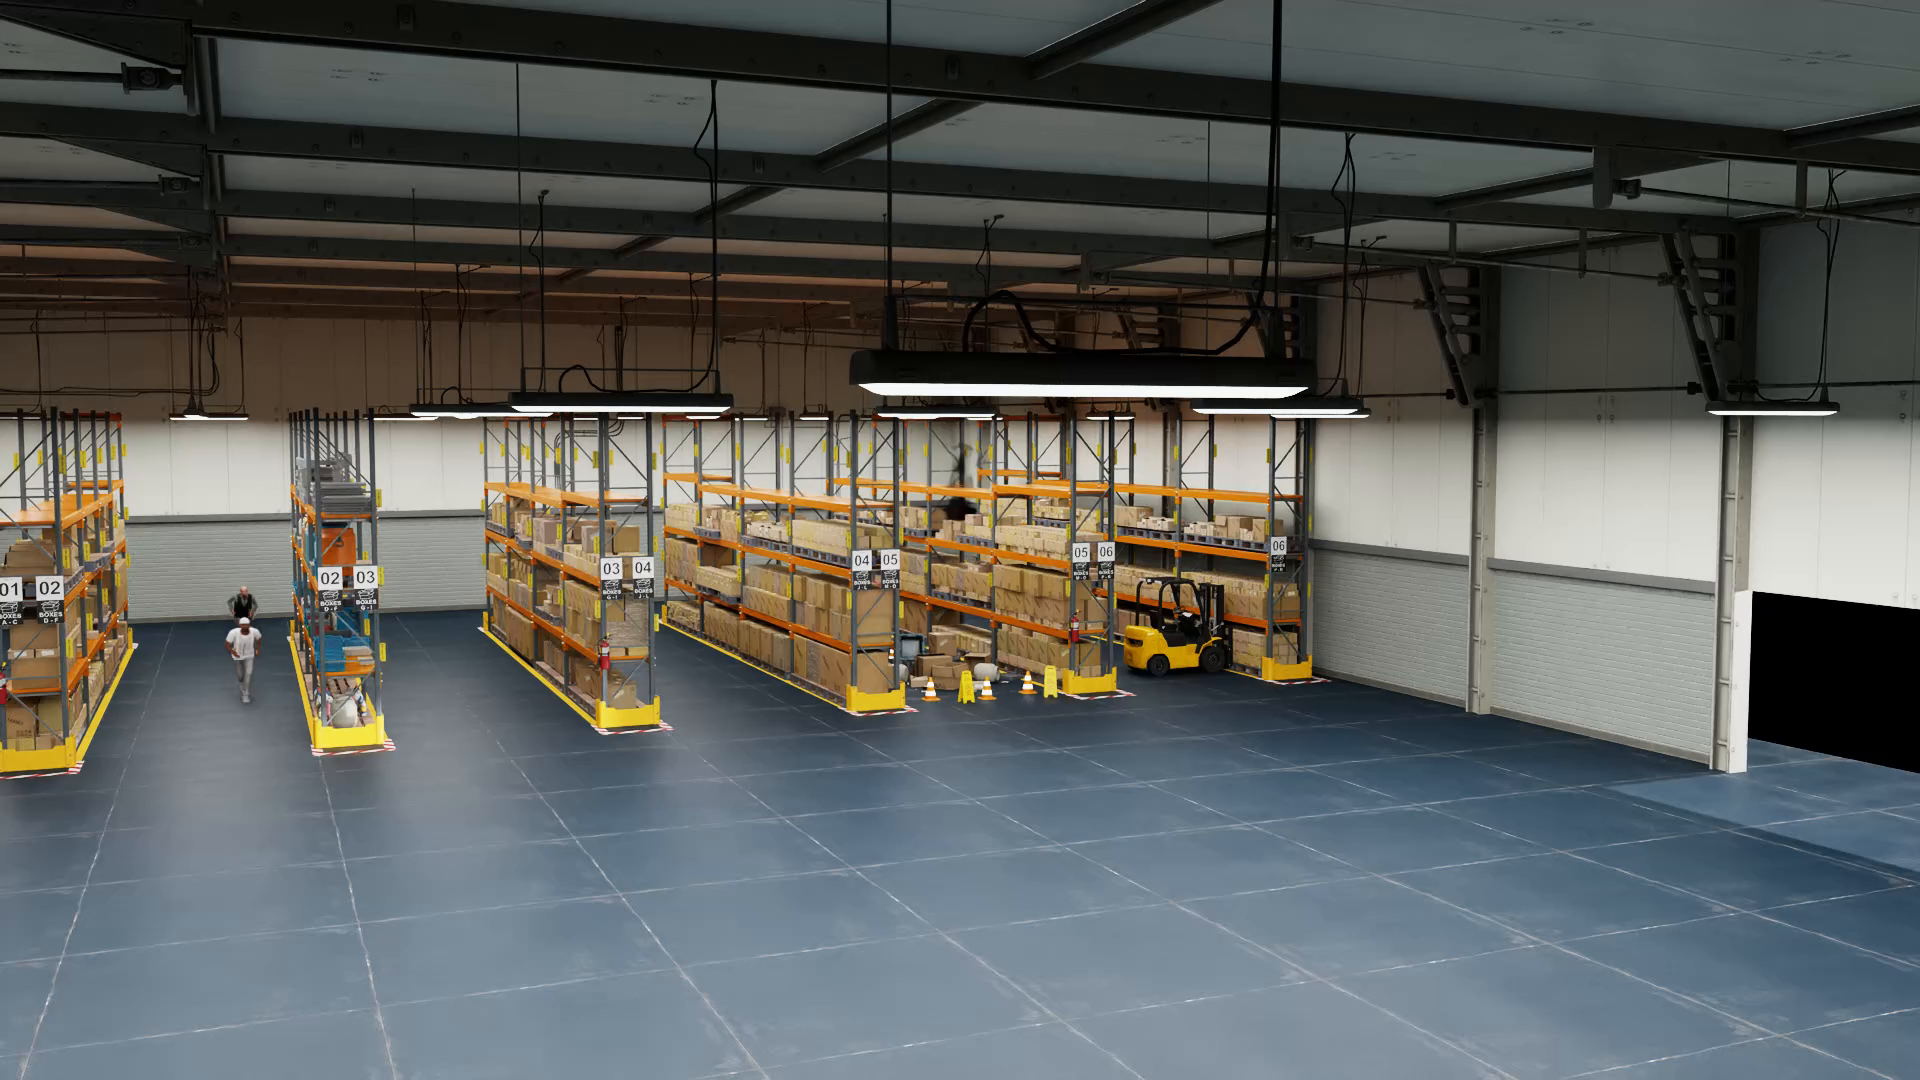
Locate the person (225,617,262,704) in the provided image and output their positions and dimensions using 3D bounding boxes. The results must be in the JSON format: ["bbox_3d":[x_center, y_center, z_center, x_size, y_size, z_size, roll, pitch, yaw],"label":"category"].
[{"bbox_3d":[-14.838,2.451,34.457,0.700,1.751,1.098,-2,4,-24],"label":"person"}]

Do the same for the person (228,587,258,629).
[{"bbox_3d":[-18.095,1.984,41.944,0.689,1.680,0.999,-2,5,-28],"label":"person"}]

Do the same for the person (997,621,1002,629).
[{"bbox_3d":[1.201,1.891,43.322,0.616,1.713,0.751,-2,4,-23],"label":"person"}]
